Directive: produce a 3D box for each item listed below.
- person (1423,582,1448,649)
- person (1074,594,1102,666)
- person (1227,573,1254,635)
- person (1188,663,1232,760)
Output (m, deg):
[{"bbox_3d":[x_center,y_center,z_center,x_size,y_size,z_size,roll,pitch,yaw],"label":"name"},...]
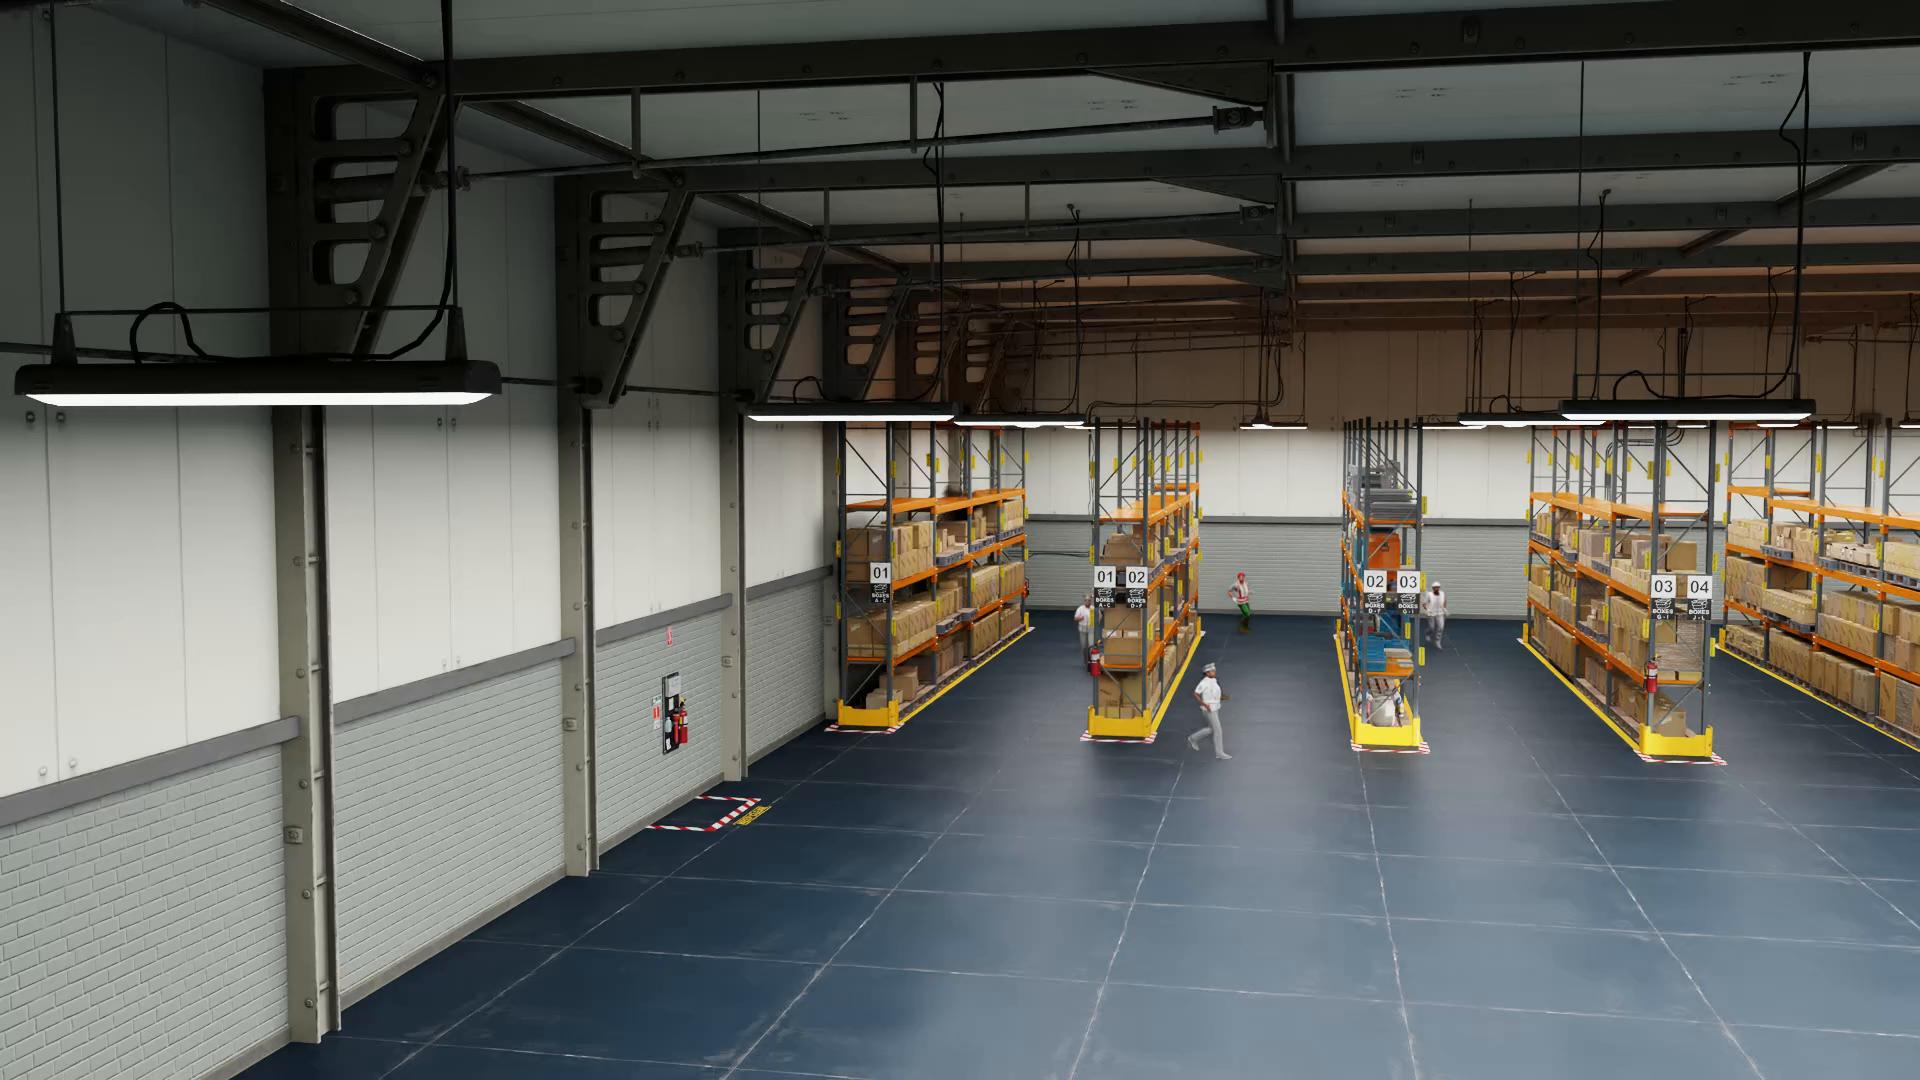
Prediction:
[{"bbox_3d":[12.621,1.987,44.235,0.657,1.760,0.840,0,4,-3],"label":"person"},{"bbox_3d":[3.088,2.224,40.238,0.642,1.840,0.762,1,4,9],"label":"person"},{"bbox_3d":[7.981,1.804,47.045,0.660,1.785,0.701,-3,5,-38],"label":"person"},{"bbox_3d":[4.382,2.981,29.187,0.859,1.672,0.587,2,4,32],"label":"person"}]
